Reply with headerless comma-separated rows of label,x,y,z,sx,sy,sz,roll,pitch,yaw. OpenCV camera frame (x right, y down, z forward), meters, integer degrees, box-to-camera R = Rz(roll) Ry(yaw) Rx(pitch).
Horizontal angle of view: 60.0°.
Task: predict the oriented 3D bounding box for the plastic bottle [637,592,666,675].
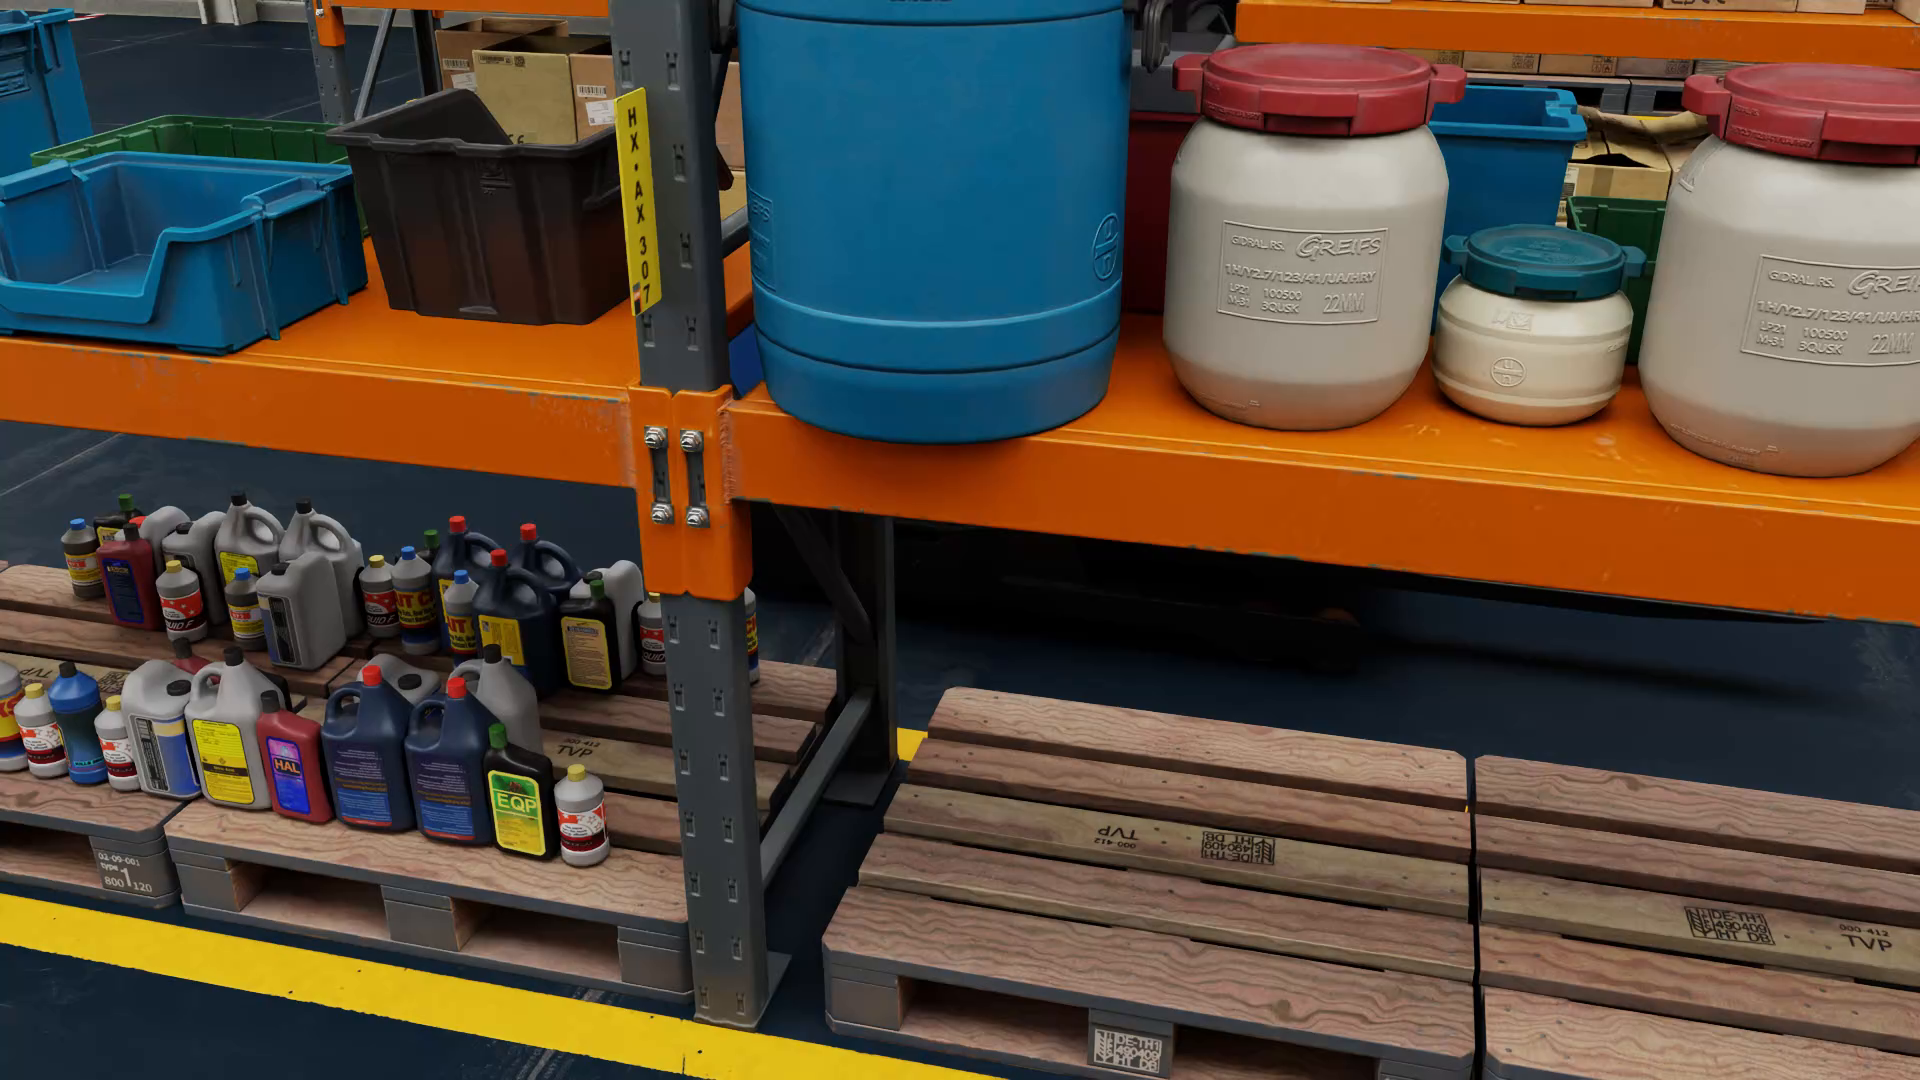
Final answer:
plastic bottle,-0.732,0.217,4.048,0.097,0.201,0.097,0,25,0

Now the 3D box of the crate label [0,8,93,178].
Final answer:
crate label,-2.360,-0.969,3.754,0.616,0.435,0.502,6,26,13

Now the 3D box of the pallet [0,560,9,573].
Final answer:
pallet,-3.339,0.299,4.375,1.213,0.211,1.003,6,26,13

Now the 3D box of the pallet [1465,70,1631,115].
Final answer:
pallet,4.071,-3.262,11.856,1.213,0.211,1.003,6,26,13

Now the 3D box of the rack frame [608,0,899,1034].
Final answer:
rack frame,-0.336,-0.609,3.040,0.127,3.000,1.000,6,26,13

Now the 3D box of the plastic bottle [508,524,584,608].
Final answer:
plastic bottle,-1.014,0.129,4.059,0.185,0.351,0.144,7,26,14

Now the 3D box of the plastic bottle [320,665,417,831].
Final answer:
plastic bottle,-1.217,0.419,3.451,0.185,0.351,0.144,5,26,10

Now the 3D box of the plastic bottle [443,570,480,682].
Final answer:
plastic bottle,-1.185,0.200,4.003,0.097,0.271,0.097,0,25,0

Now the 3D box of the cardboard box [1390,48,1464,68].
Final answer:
cardboard box,3.362,-3.697,11.923,0.500,0.500,0.700,6,26,12

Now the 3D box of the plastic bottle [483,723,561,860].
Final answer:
plastic bottle,-0.884,0.505,3.349,0.133,0.283,0.061,8,27,16

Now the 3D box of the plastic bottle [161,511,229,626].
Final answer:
plastic bottle,-1.950,0.061,4.289,0.135,0.276,0.152,6,26,12

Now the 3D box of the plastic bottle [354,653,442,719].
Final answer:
plastic bottle,-1.204,0.388,3.602,0.135,0.276,0.152,6,26,13

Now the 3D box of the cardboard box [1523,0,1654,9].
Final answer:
cardboard box,2.637,-2.517,6.931,0.500,0.500,0.500,6,26,13

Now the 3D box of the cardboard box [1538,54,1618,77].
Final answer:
cardboard box,4.337,-3.576,11.667,0.500,0.500,0.700,6,26,13

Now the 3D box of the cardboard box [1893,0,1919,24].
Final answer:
cardboard box,3.836,-2.110,6.486,0.250,0.149,0.380,6,26,13

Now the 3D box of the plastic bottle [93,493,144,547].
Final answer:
plastic bottle,-2.204,0.009,4.389,0.133,0.283,0.061,7,26,14

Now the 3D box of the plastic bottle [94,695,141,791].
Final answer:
plastic bottle,-1.807,0.431,3.598,0.097,0.201,0.097,0,25,0

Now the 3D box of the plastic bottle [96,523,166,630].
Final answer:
plastic bottle,-2.110,0.087,4.225,0.133,0.283,0.061,6,26,13

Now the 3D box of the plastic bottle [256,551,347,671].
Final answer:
plastic bottle,-1.621,0.162,4.078,0.135,0.276,0.152,6,26,13

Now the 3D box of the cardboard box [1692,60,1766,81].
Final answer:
cardboard box,5.295,-3.431,11.363,0.500,0.500,0.700,7,26,14

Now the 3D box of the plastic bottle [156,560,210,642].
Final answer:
plastic bottle,-1.963,0.149,4.192,0.097,0.201,0.097,0,25,0

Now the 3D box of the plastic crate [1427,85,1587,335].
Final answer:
plastic crate,0.810,-0.613,3.067,0.575,0.384,0.392,6,26,13

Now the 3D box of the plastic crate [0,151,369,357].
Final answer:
plastic crate,-1.475,-0.547,3.083,0.616,0.251,0.499,6,26,13

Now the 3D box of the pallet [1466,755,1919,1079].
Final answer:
pallet,1.620,0.848,3.224,1.213,0.211,1.003,6,26,13

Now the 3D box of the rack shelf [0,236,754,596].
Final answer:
rack shelf,-2.273,-0.498,3.644,4.000,0.370,1.077,6,26,13

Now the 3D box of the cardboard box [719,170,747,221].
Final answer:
cardboard box,-1.056,-1.736,8.117,0.500,0.250,0.500,6,26,13

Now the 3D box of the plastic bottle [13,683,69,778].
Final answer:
plastic bottle,-2.007,0.409,3.644,0.097,0.201,0.097,0,25,0

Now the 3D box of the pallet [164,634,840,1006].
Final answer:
pallet,-0.976,0.561,3.827,1.213,0.211,1.003,6,26,13

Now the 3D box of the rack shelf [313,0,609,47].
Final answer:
rack shelf,-1.035,-2.560,7.975,4.000,0.370,1.077,6,26,13

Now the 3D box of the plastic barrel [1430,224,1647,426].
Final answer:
plastic barrel,0.908,-0.341,2.638,0.301,0.262,0.301,0,25,0

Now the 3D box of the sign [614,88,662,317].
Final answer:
sign,-0.483,-0.506,2.502,0.005,0.325,0.100,6,26,13

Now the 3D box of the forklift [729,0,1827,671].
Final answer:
forklift,0.866,-1.223,4.408,3.031,2.935,1.130,7,26,14

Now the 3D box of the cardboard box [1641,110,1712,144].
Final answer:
cardboard box,3.337,-1.731,7.453,0.500,0.311,0.500,6,26,12

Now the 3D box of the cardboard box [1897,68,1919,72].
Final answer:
cardboard box,6.685,-3.391,10.895,0.750,0.750,0.750,6,26,12

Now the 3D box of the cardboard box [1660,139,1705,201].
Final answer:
cardboard box,3.214,-1.506,6.981,0.500,0.311,0.500,6,26,13

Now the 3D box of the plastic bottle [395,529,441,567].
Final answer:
plastic bottle,-1.346,0.104,4.190,0.133,0.283,0.061,7,26,15

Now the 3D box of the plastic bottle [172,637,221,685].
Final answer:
plastic bottle,-1.660,0.351,3.671,0.133,0.283,0.061,6,26,13

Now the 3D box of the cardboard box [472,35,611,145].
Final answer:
cardboard box,-2.024,-2.183,8.184,0.500,0.500,0.500,6,26,13

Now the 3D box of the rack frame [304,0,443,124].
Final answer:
rack frame,-2.972,-3.099,8.270,0.127,3.000,1.000,6,26,13

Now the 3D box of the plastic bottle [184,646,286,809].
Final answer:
plastic bottle,-1.530,0.384,3.523,0.185,0.351,0.144,6,26,13

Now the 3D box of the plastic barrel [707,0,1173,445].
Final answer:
plastic barrel,-0.037,-0.668,2.580,0.708,0.901,0.600,6,26,13

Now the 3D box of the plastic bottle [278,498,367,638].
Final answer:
plastic bottle,-1.609,0.063,4.197,0.185,0.351,0.144,6,26,13

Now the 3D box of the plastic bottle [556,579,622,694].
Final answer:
plastic bottle,-0.881,0.223,3.940,0.133,0.283,0.061,6,26,13

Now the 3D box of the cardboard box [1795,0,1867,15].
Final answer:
cardboard box,3.526,-2.242,6.763,0.250,0.149,0.380,8,27,17

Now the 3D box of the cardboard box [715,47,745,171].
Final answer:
cardboard box,-1.056,-2.074,7.955,0.500,0.500,0.500,6,26,13
